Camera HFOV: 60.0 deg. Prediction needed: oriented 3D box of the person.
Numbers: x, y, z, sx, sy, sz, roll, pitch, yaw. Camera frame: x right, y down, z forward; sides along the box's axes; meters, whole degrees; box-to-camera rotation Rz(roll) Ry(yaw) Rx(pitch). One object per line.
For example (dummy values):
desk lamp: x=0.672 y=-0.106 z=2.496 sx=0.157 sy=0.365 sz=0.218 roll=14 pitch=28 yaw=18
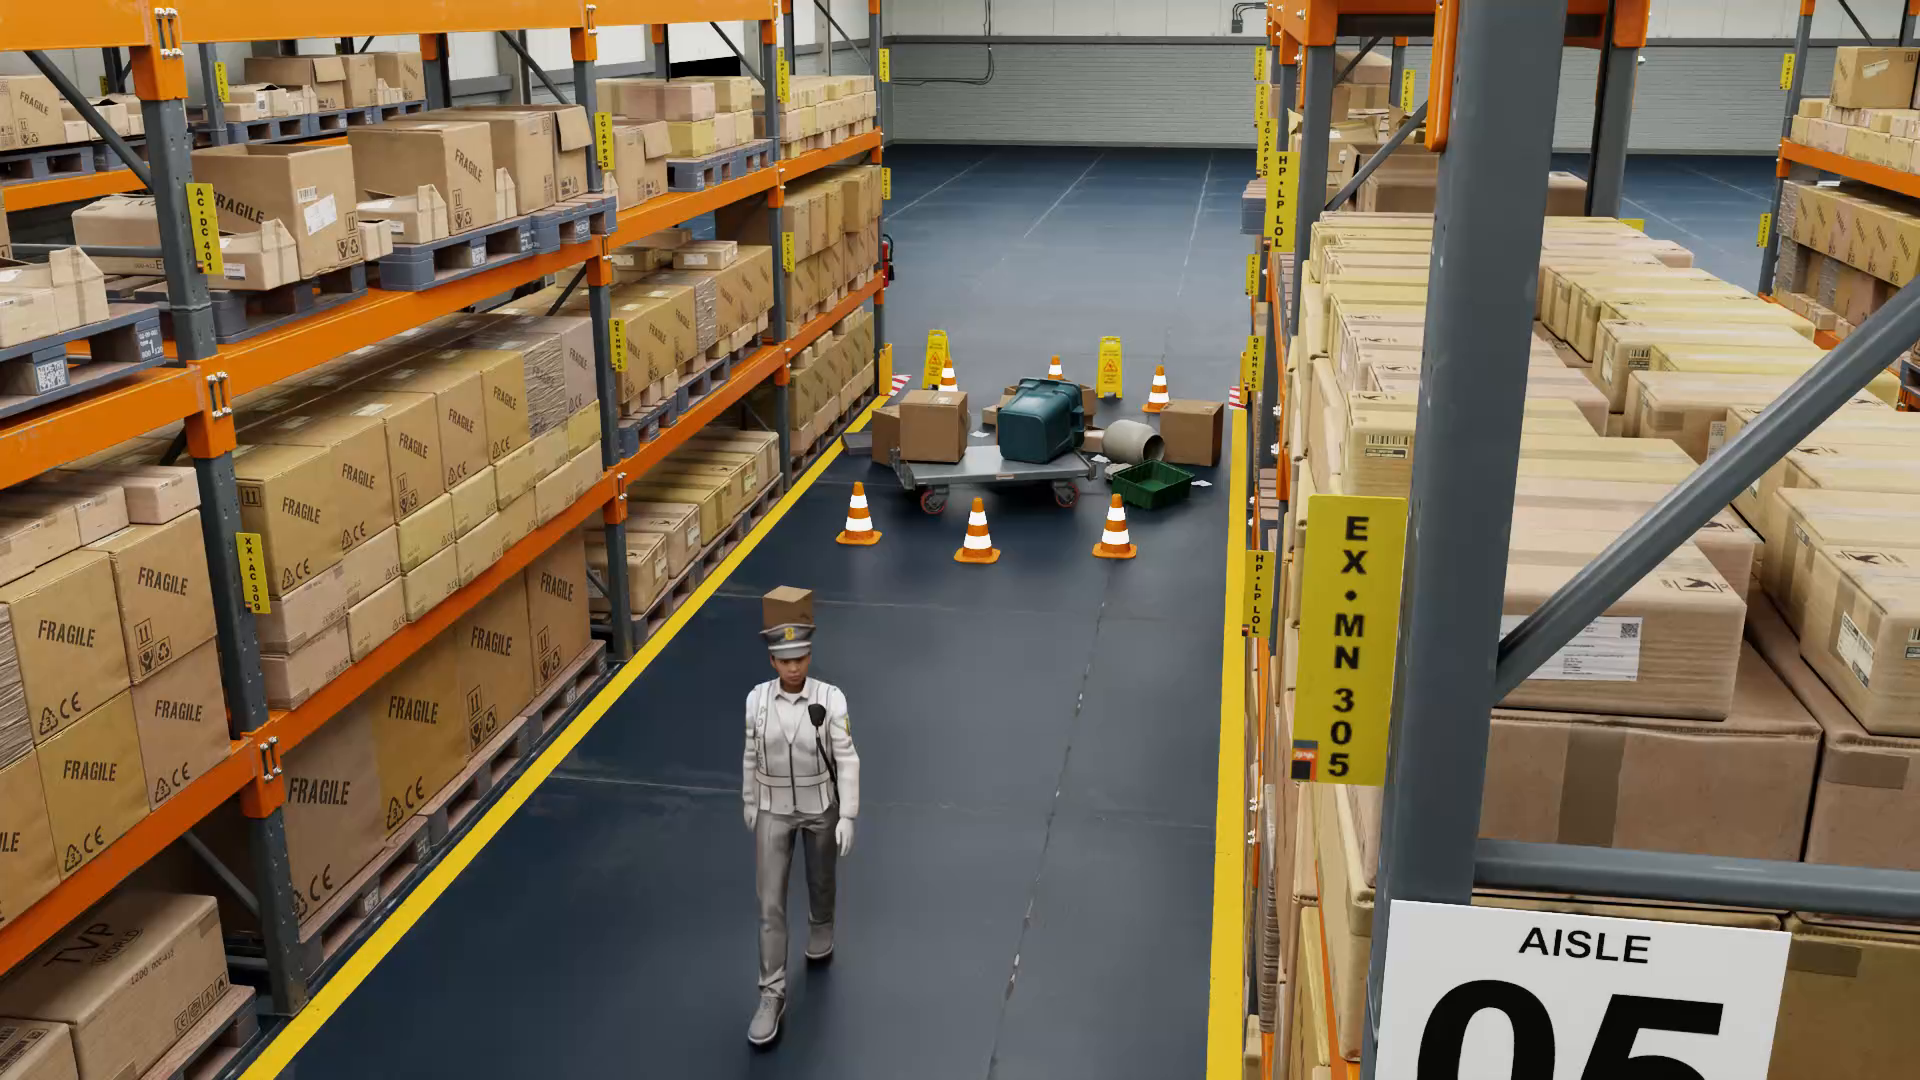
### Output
person: x=-0.673 y=1.147 z=6.943 sx=0.515 sy=1.642 sz=0.920 roll=0 pitch=18 yaw=-1
